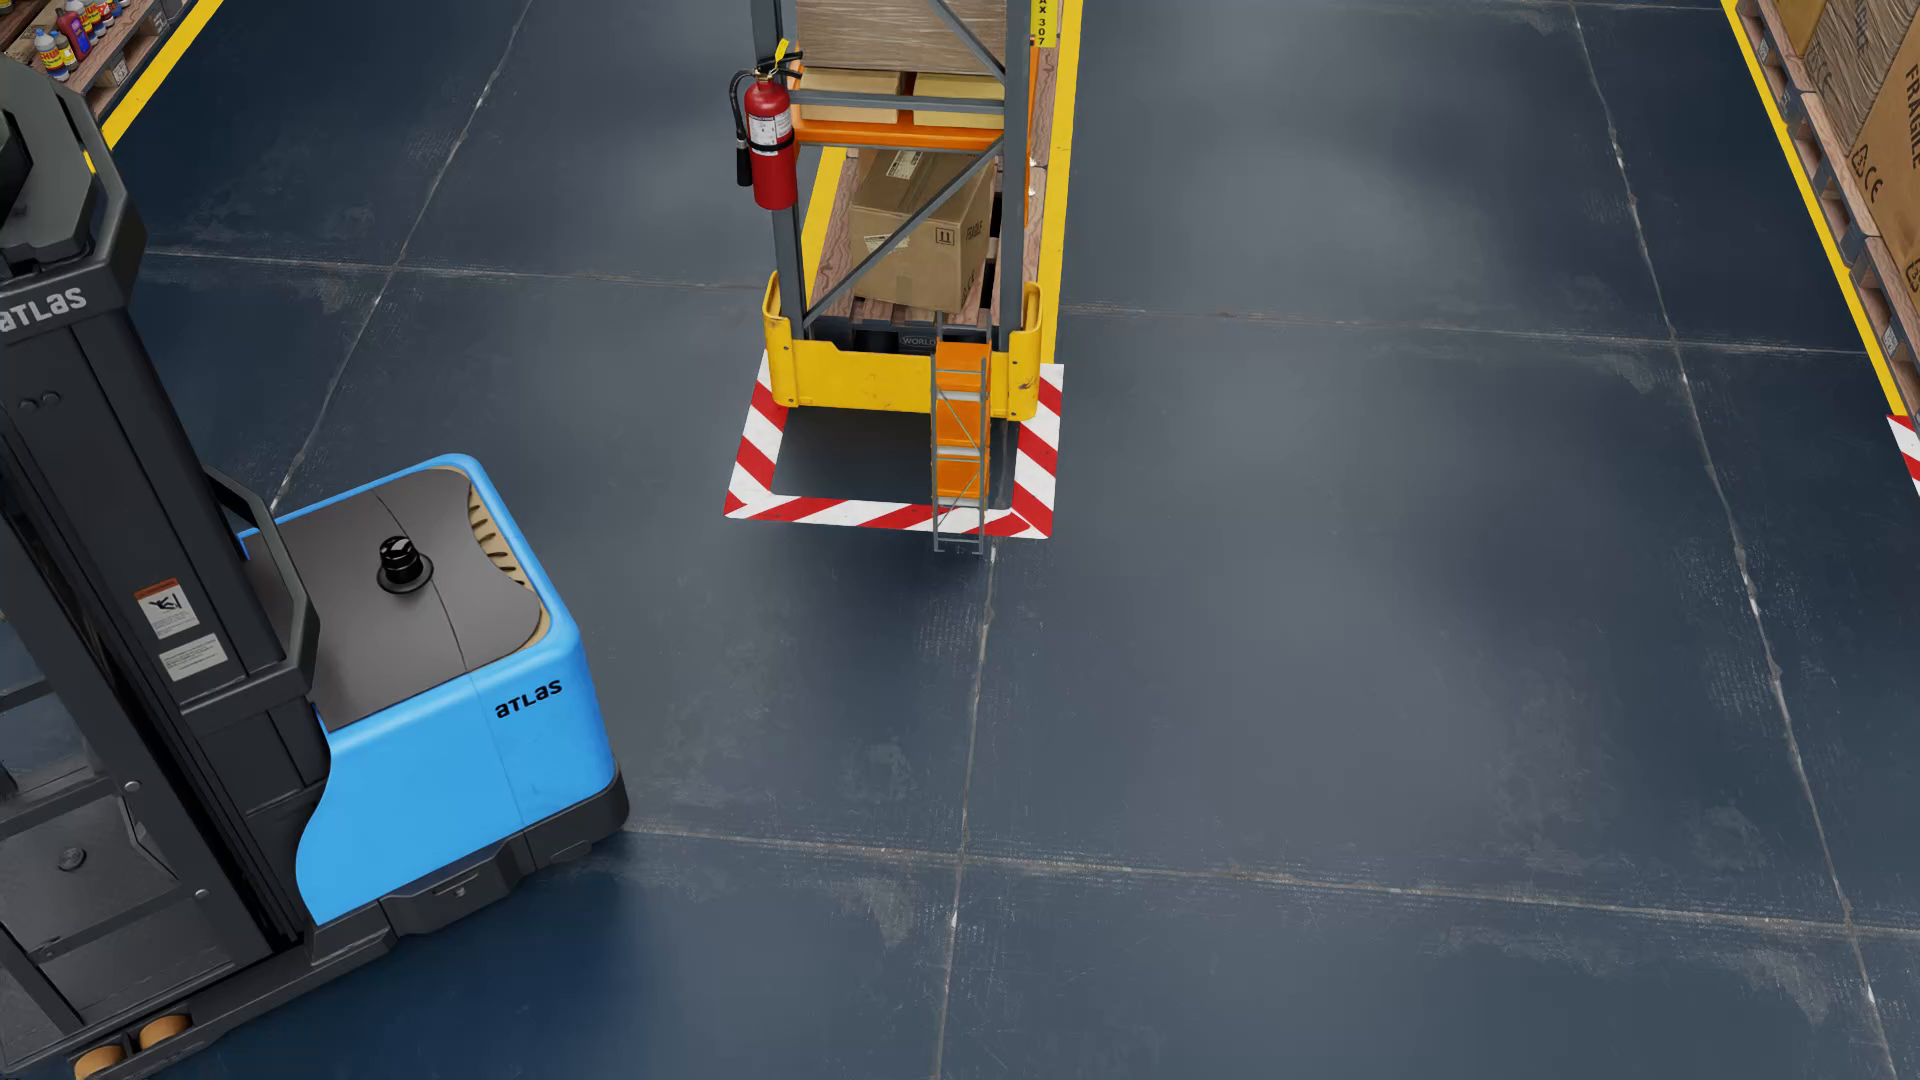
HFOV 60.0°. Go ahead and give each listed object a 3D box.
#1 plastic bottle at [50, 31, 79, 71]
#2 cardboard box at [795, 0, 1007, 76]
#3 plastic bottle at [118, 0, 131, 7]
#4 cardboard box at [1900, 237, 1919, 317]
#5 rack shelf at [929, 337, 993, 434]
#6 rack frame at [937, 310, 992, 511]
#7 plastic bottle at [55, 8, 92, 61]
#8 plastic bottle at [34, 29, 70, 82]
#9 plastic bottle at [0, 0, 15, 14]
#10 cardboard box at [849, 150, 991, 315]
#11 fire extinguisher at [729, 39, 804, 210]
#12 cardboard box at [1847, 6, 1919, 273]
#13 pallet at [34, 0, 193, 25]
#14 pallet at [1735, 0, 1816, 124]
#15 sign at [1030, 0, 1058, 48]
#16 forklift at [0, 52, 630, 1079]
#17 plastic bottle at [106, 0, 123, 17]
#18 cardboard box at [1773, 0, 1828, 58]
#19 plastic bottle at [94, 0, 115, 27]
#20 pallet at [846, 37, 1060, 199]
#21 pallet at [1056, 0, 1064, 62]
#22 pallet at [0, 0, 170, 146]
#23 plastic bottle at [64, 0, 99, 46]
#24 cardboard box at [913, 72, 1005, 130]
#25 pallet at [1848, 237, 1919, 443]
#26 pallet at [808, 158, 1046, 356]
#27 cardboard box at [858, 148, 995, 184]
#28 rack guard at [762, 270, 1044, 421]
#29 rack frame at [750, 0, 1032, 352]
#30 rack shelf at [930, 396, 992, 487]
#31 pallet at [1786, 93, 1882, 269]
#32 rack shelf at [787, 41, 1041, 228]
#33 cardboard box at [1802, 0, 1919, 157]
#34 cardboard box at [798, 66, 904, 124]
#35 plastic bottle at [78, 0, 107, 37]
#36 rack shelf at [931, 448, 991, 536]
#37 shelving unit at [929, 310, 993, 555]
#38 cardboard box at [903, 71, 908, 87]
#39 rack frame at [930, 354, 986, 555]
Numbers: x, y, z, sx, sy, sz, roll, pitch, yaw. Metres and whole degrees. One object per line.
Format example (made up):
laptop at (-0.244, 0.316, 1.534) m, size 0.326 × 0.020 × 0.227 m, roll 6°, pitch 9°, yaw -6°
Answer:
plastic bottle at (-4.692, -2.561, 8.684) m, size 0.097 × 0.201 × 0.097 m, roll 0°, pitch 48°, yaw 0°
cardboard box at (-0.167, -2.173, 6.461) m, size 0.875 × 0.500 × 0.500 m, roll 4°, pitch 48°, yaw 4°
plastic bottle at (-4.633, -3.034, 9.117) m, size 0.097 × 0.201 × 0.097 m, roll 0°, pitch 48°, yaw 0°
cardboard box at (4.681, -1.156, 6.956) m, size 0.875 × 0.875 × 0.875 m, roll 4°, pitch 48°, yaw 4°
rack shelf at (0.005, -0.578, 6.223) m, size 0.215 × 0.259 × 0.240 m, roll 4°, pitch 48°, yaw 4°
rack frame at (0.016, -0.483, 6.506) m, size 0.200 × 1.050 × 0.008 m, roll 4°, pitch 48°, yaw 4°
plastic bottle at (-4.663, -2.678, 8.735) m, size 0.061 × 0.283 × 0.133 m, roll 5°, pitch 48°, yaw 4°
plastic bottle at (-4.702, -2.509, 8.588) m, size 0.097 × 0.271 × 0.097 m, roll 0°, pitch 48°, yaw 0°
plastic bottle at (-5.248, -2.984, 9.071) m, size 0.097 × 0.201 × 0.097 m, roll 0°, pitch 48°, yaw 0°
cardboard box at (-0.171, -1.392, 7.426) m, size 0.500 × 0.500 × 0.500 m, roll 12°, pitch 49°, yaw 11°
fire extinguisher at (-0.714, -1.557, 6.220) m, size 0.296 × 0.674 × 0.183 m, roll 4°, pitch 48°, yaw 4°
cardboard box at (4.759, -1.803, 7.547) m, size 0.875 × 0.875 × 0.875 m, roll 3°, pitch 48°, yaw 3°
pallet at (-4.915, -3.477, 9.813) m, size 1.003 × 0.211 × 1.213 m, roll 4°, pitch 48°, yaw 4°
pallet at (4.903, -2.673, 9.078) m, size 1.003 × 0.211 × 1.213 m, roll 4°, pitch 48°, yaw 4°
sign at (0.296, -1.892, 5.887) m, size 0.100 × 0.325 × 0.005 m, roll 4°, pitch 48°, yaw 4°
forklift at (-2.679, 0.293, 4.522) m, size 3.031 × 2.935 × 1.130 m, roll -24°, pitch 52°, yaw -21°
plastic bottle at (-4.643, -2.983, 9.022) m, size 0.097 × 0.271 × 0.097 m, roll 0°, pitch 48°, yaw 0°
cardboard box at (4.923, -3.135, 8.766) m, size 0.875 × 0.875 × 0.875 m, roll 5°, pitch 48°, yaw 4°
plastic bottle at (-4.652, -2.883, 8.978) m, size 0.097 × 0.201 × 0.097 m, roll 0°, pitch 48°, yaw 0°
pallet at (-0.015, -2.240, 8.682) m, size 1.003 × 0.211 × 1.213 m, roll 4°, pitch 48°, yaw 4°
pallet at (0.094, -3.139, 9.504) m, size 1.003 × 0.211 × 1.213 m, roll 4°, pitch 48°, yaw 4°
pallet at (-5.024, -2.578, 8.991) m, size 1.003 × 0.211 × 1.213 m, roll 4°, pitch 48°, yaw 4°
plastic bottle at (-4.670, -2.760, 8.819) m, size 0.097 × 0.271 × 0.097 m, roll 0°, pitch 48°, yaw 0°
cardboard box at (0.019, -1.745, 6.510) m, size 0.380 × 0.149 × 0.250 m, roll 4°, pitch 48°, yaw 4°
pallet at (4.680, -0.880, 7.438) m, size 1.003 × 0.211 × 1.213 m, roll 4°, pitch 48°, yaw 4°
pallet at (-0.129, -1.346, 7.864) m, size 1.003 × 0.211 × 1.213 m, roll 4°, pitch 48°, yaw 4°
cardboard box at (-0.151, -1.834, 7.830) m, size 0.500 × 0.500 × 0.500 m, roll 15°, pitch 49°, yaw 14°
rack guard at (-0.238, -0.849, 7.213) m, size 1.175 × 0.500 × 0.348 m, roll 4°, pitch 48°, yaw 4°
rack frame at (-0.245, -1.637, 6.240) m, size 1.000 × 3.000 × 0.127 m, roll 4°, pitch 48°, yaw 4°
rack shelf at (0.005, -0.386, 6.432) m, size 0.215 × 0.259 × 0.240 m, roll 4°, pitch 48°, yaw 4°
pallet at (4.794, -1.774, 8.256) m, size 1.003 × 0.211 × 1.213 m, roll 4°, pitch 48°, yaw 4°
rack shelf at (-0.063, -2.863, 7.850) m, size 1.077 × 0.370 × 4.000 m, roll 4°, pitch 48°, yaw 4°
cardboard box at (4.844, -2.473, 8.160) m, size 0.875 × 0.875 × 0.875 m, roll 4°, pitch 48°, yaw 4°
cardboard box at (-0.424, -1.775, 6.537) m, size 0.380 × 0.149 × 0.250 m, roll 4°, pitch 48°, yaw 4°
plastic bottle at (-4.661, -2.834, 8.886) m, size 0.097 × 0.271 × 0.097 m, roll 0°, pitch 48°, yaw 0°
rack shelf at (0.005, -0.199, 6.637) m, size 0.215 × 0.259 × 0.240 m, roll 4°, pitch 48°, yaw 4°
shelving unit at (0.005, -0.394, 6.424) m, size 0.215 × 1.050 × 0.252 m, roll 4°, pitch 48°, yaw 4°
cardboard box at (-0.401, -1.959, 6.705) m, size 0.380 × 0.149 × 0.250 m, roll 4°, pitch 48°, yaw 4°
rack frame at (-0.006, -0.304, 6.342) m, size 0.200 × 1.050 × 0.008 m, roll 4°, pitch 48°, yaw 4°
